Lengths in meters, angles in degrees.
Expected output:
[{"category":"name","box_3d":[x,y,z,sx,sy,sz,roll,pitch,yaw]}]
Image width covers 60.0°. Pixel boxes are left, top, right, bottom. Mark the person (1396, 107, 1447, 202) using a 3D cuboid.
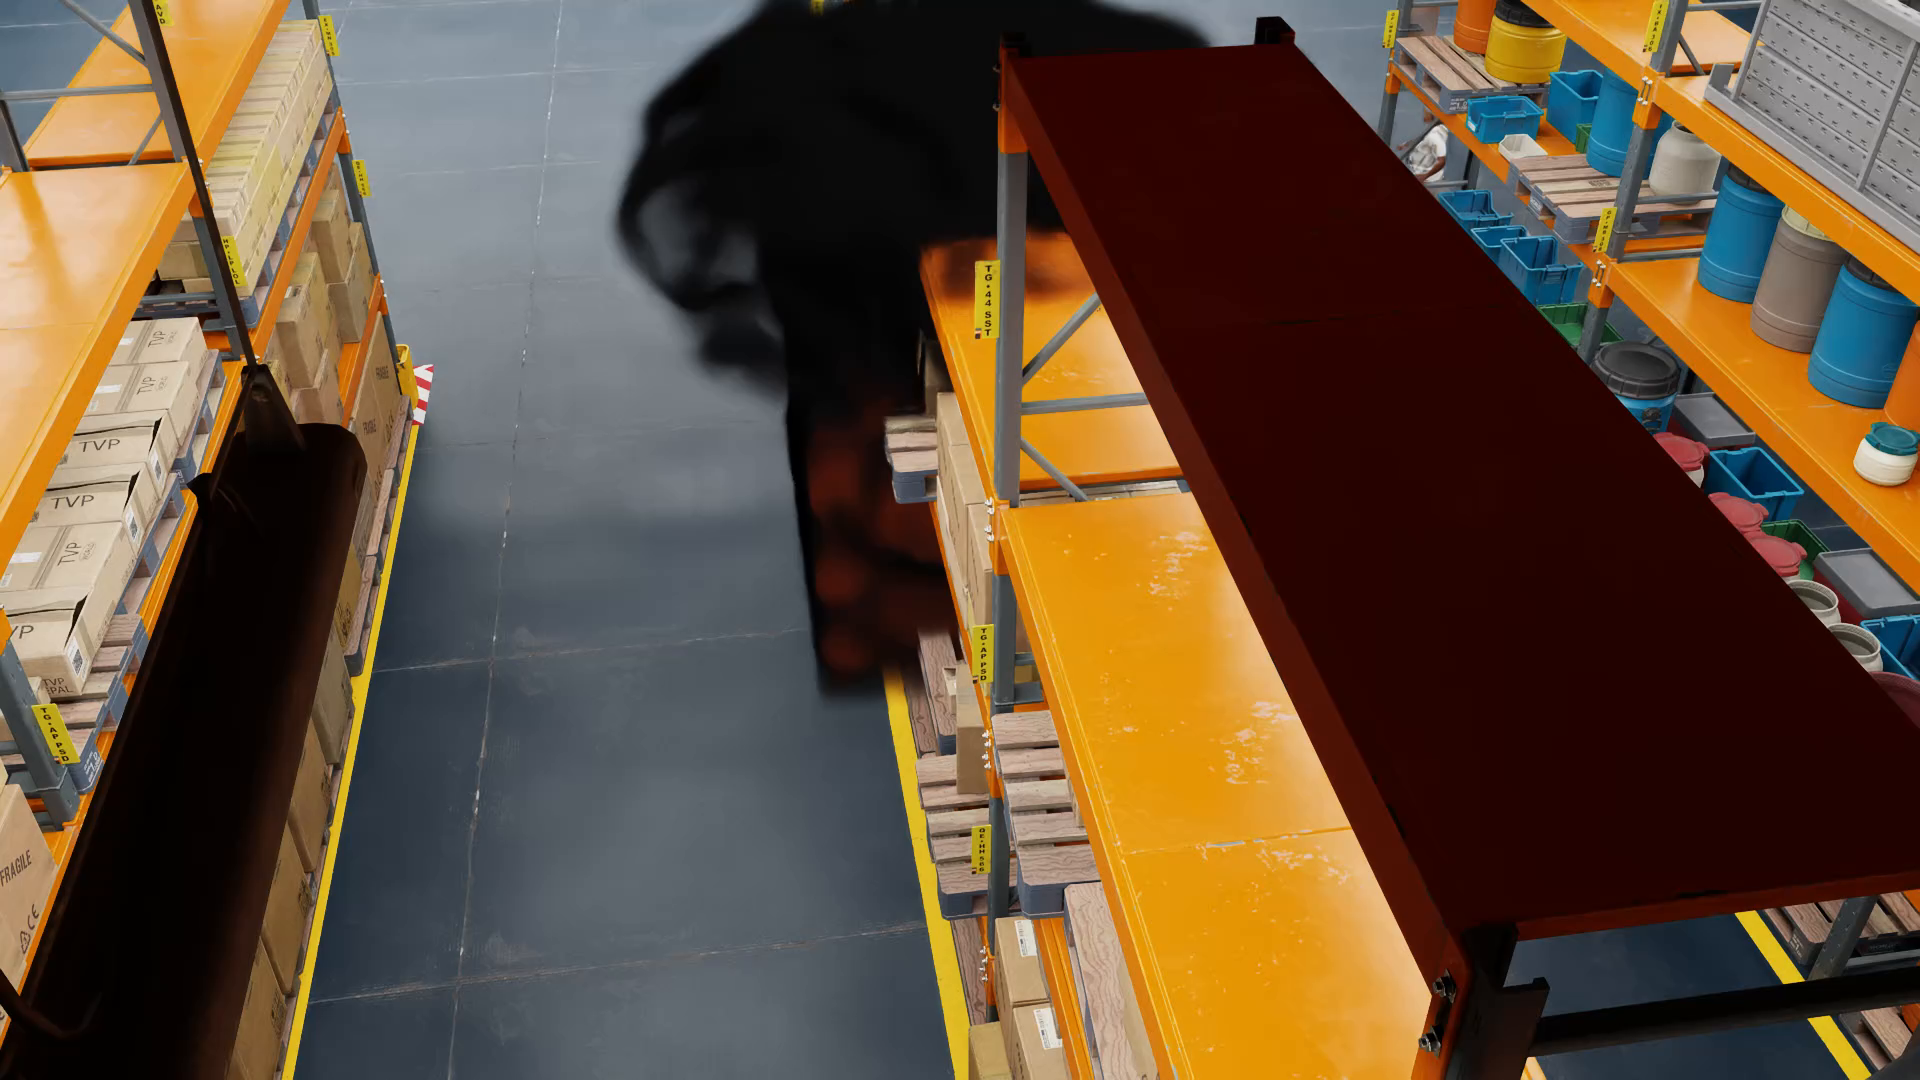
[{"category":"person","box_3d":[4.651,-3.574,16.607,0.922,1.719,0.576,20,41,25]}]
